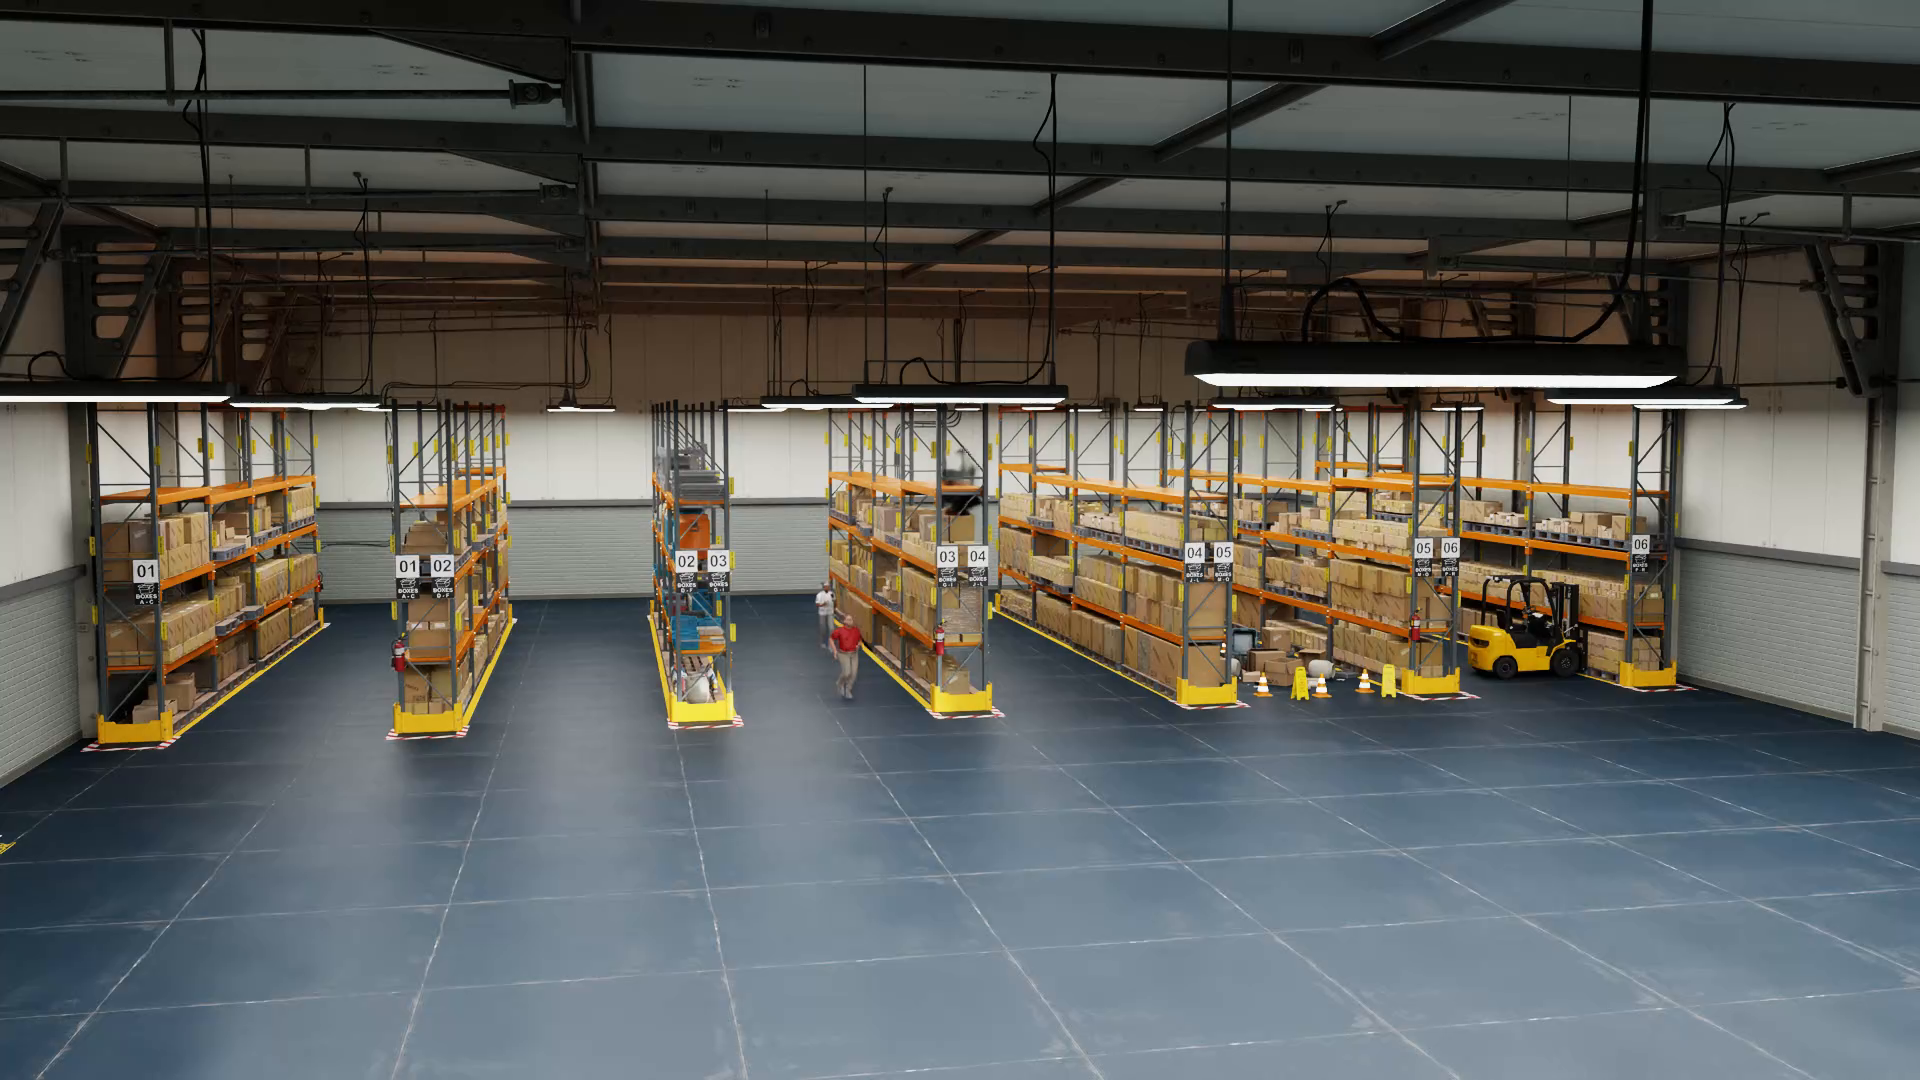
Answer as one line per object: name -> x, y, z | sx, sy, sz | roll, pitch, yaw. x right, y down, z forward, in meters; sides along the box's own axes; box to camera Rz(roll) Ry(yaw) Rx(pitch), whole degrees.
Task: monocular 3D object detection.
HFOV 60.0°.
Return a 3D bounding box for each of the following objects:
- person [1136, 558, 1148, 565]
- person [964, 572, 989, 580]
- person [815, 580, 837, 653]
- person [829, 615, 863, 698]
person -> 5.669, 1.003, 50.944 | 0.829, 1.788, 0.668 | 0, 4, 0
person -> 0.454, 1.384, 45.976 | 0.711, 1.805, 0.827 | 0, 4, -6
person -> -3.227, 1.843, 40.205 | 0.560, 1.754, 0.742 | -1, 4, -13
person -> -2.231, 2.350, 33.455 | 0.651, 1.684, 0.602 | -2, 5, -27
